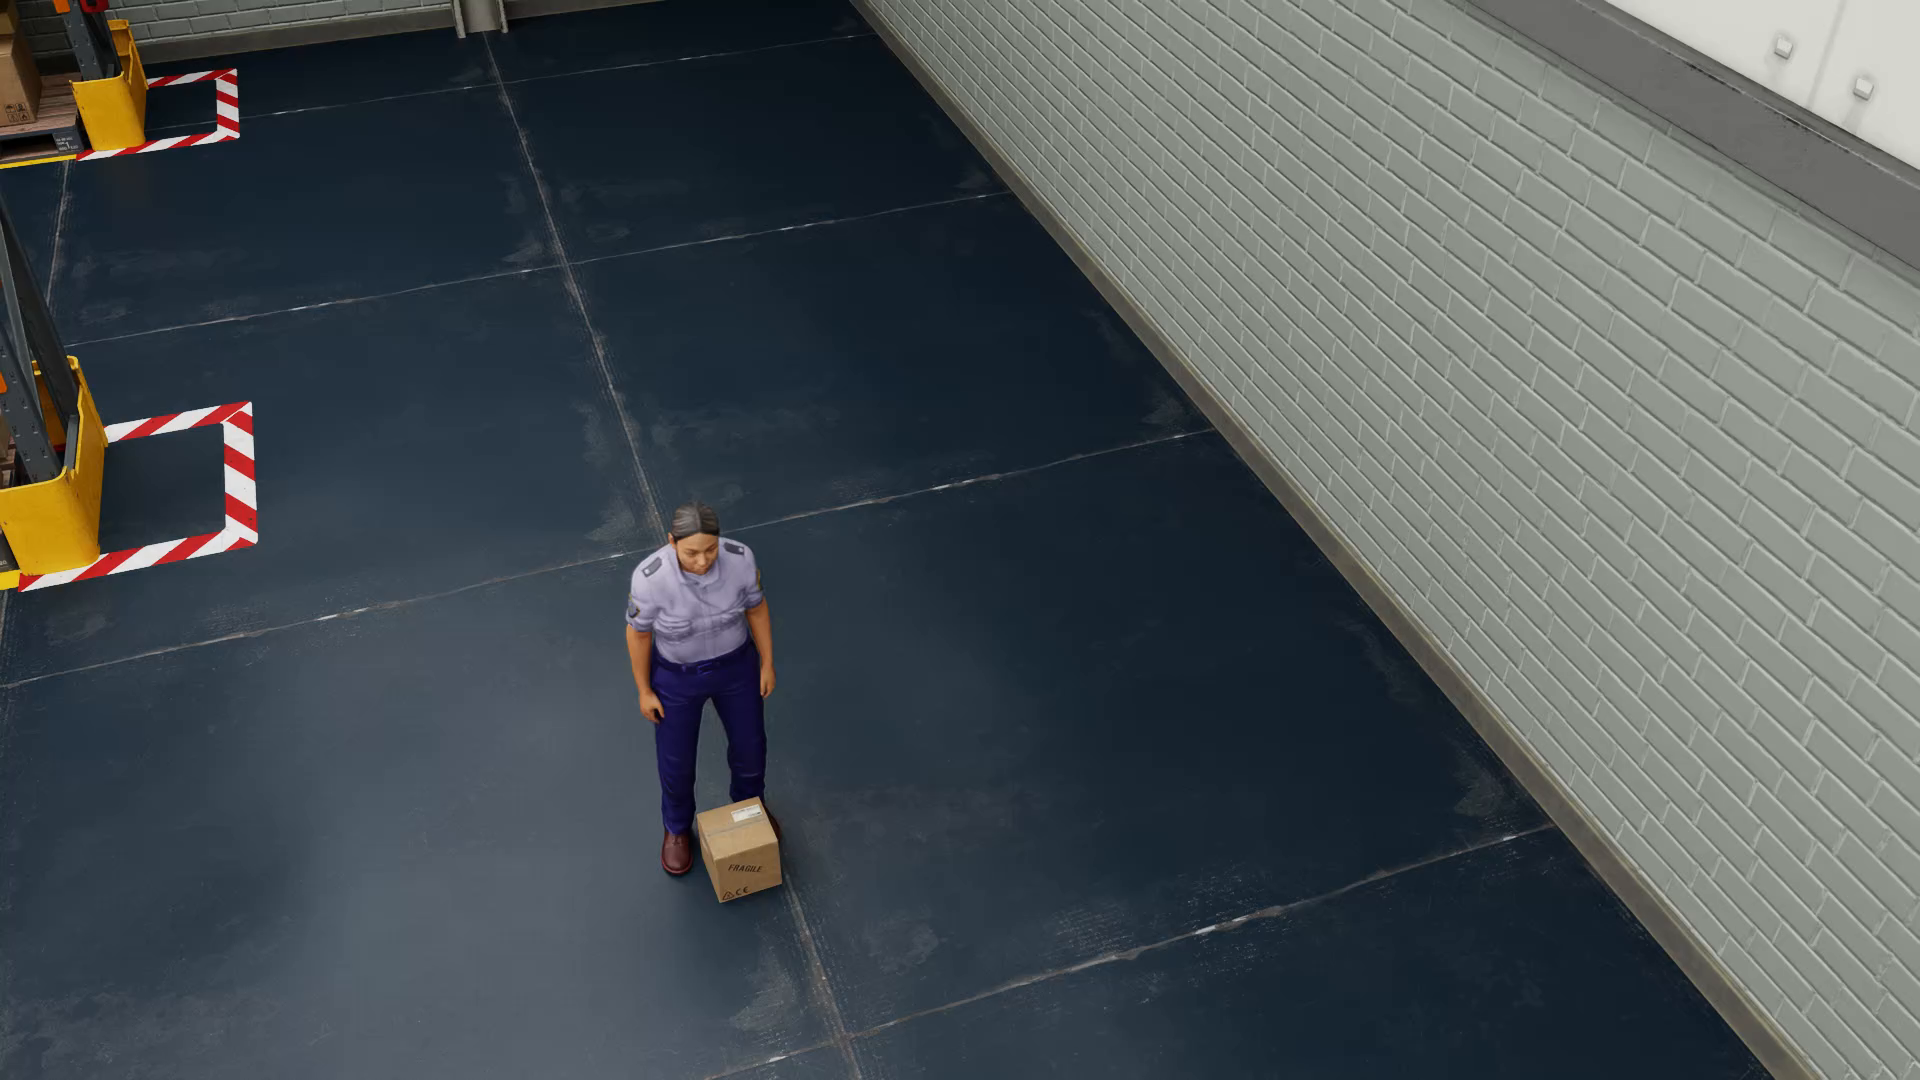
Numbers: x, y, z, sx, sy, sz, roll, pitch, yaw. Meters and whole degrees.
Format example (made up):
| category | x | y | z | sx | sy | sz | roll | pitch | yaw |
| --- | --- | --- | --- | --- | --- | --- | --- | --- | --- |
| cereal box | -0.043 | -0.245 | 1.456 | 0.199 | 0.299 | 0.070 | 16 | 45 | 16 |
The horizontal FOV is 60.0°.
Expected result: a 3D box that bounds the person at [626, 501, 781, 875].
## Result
| category | x | y | z | sx | sy | sz | roll | pitch | yaw |
| --- | --- | --- | --- | --- | --- | --- | --- | --- | --- |
| person | -0.945 | 0.511 | 6.146 | 0.540 | 1.638 | 0.369 | -13 | 40 | -16 |
